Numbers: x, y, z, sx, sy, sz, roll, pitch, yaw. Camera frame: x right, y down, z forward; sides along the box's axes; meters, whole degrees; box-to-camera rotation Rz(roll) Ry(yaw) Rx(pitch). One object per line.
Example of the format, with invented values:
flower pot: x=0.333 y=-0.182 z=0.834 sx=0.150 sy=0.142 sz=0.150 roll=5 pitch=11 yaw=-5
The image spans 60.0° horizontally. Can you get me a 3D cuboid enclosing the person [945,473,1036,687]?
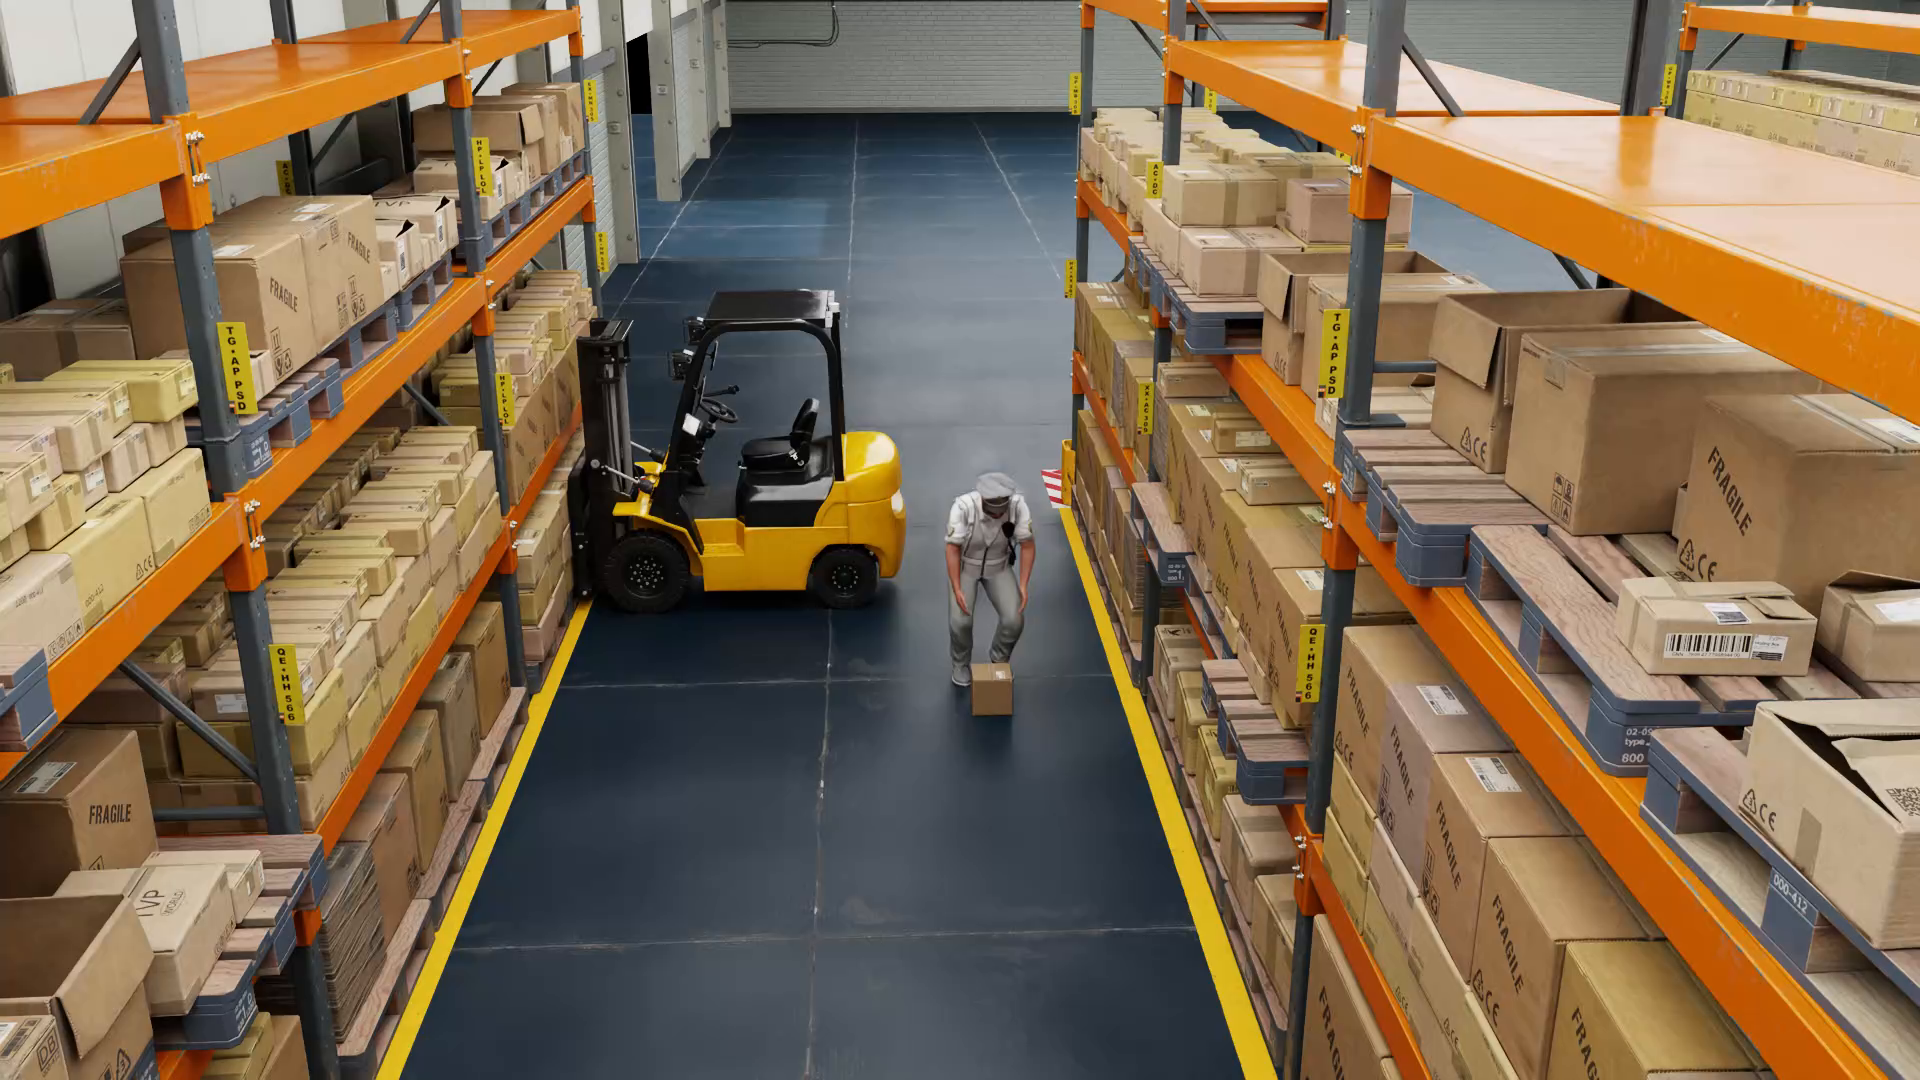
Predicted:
person: x=0.188 y=0.225 z=10.841 sx=0.588 sy=1.496 sz=0.752 roll=-2 pitch=20 yaw=-6
